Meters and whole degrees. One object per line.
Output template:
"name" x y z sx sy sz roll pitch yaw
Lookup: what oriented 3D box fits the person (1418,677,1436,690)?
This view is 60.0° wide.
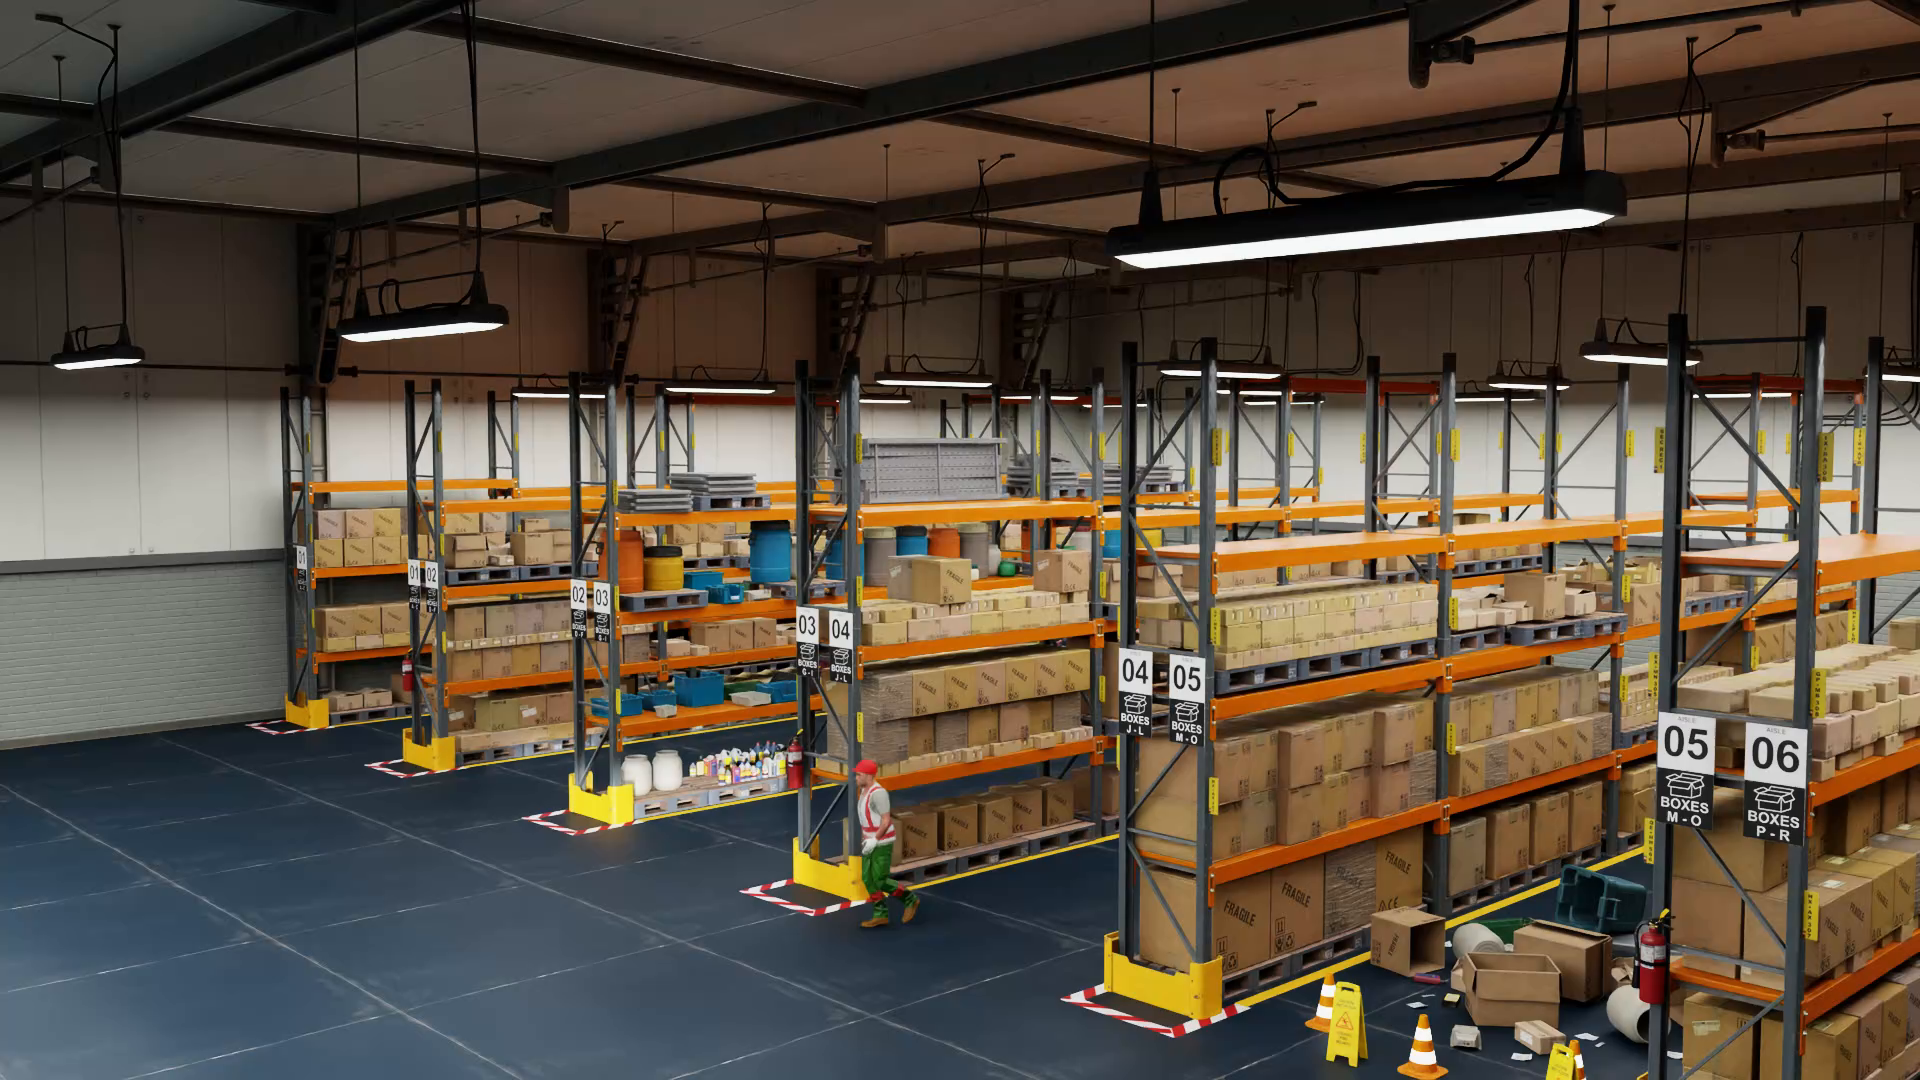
"person" 6.804 2.792 24.119 0.514 1.769 0.613 3 5 42

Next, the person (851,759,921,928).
"person" -0.789 3.173 17.492 0.714 1.760 0.610 -2 4 -24
